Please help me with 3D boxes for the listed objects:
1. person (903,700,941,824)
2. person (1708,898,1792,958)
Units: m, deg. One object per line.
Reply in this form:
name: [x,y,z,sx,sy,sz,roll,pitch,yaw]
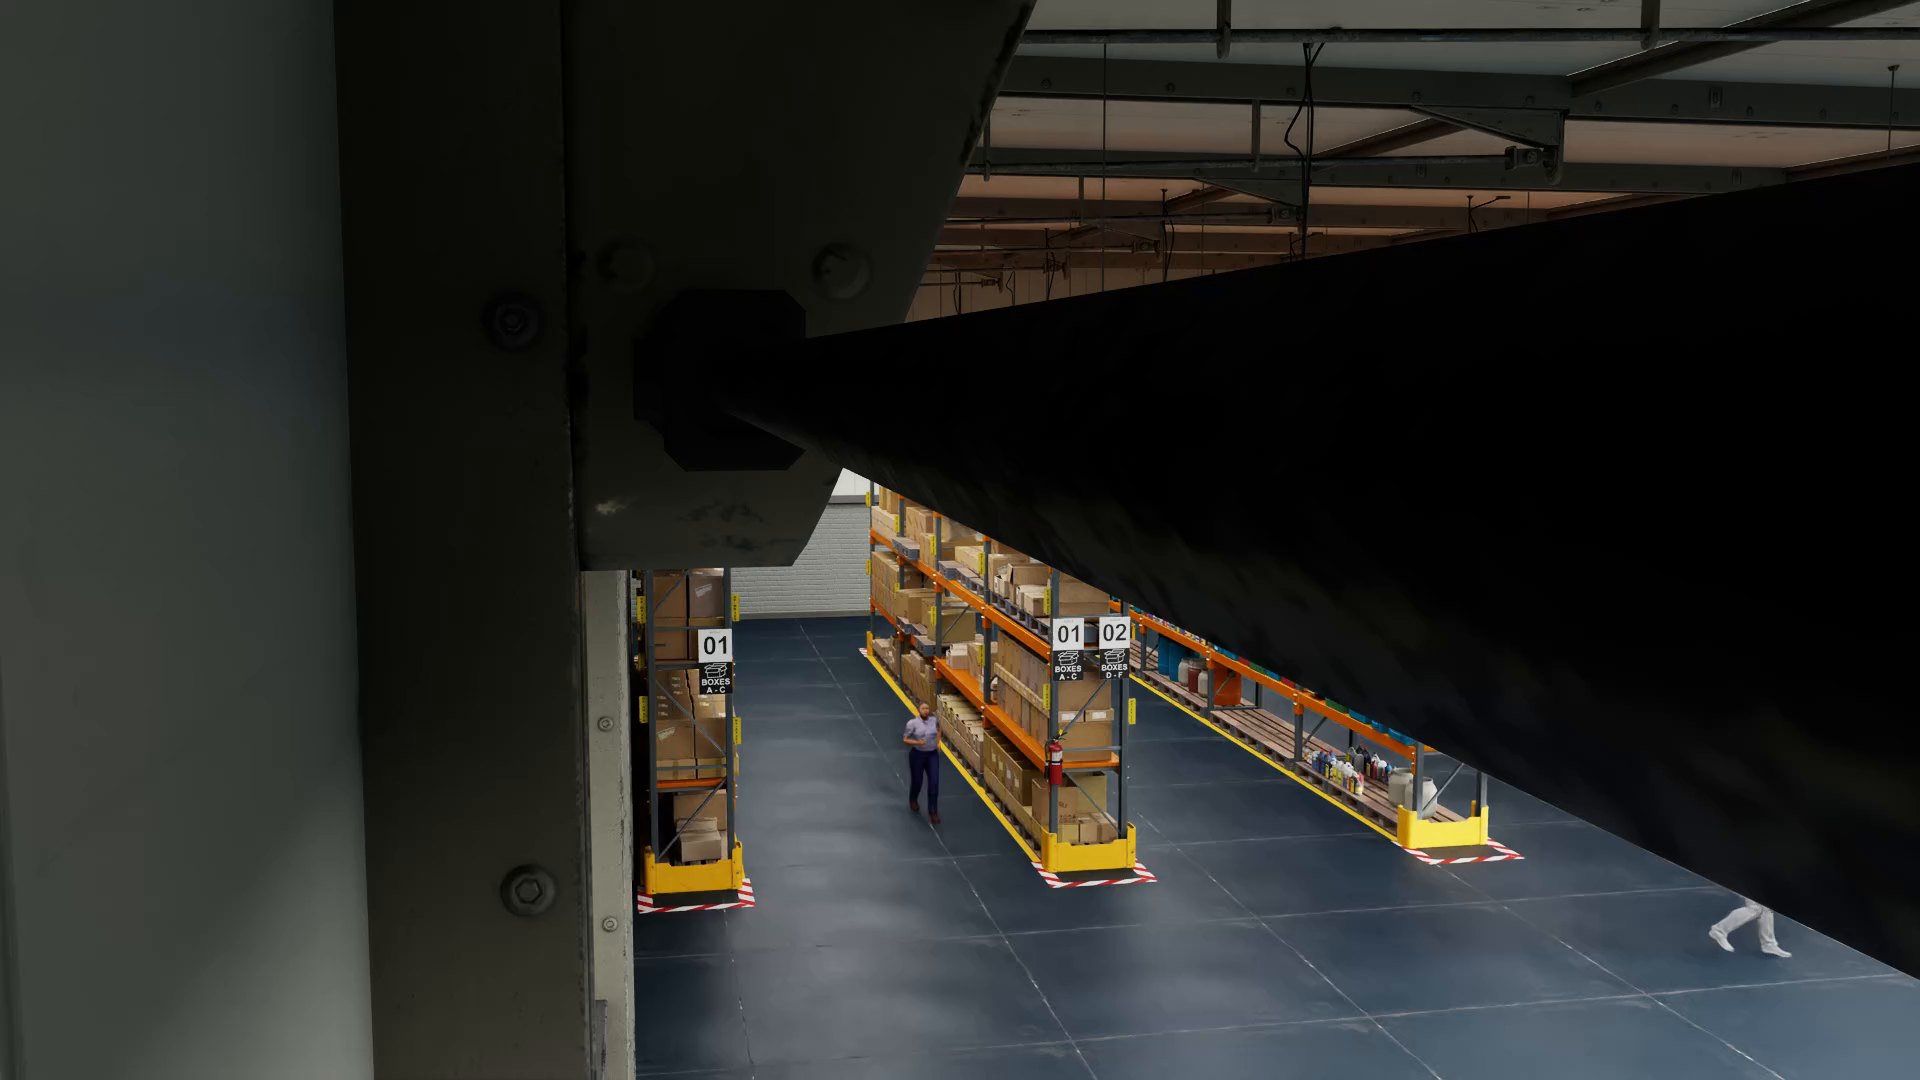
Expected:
person: [-0.502,3.061,23.268,0.608,1.647,0.880,-2,6,-17]
person: [8.507,3.590,17.835,0.865,1.782,0.724,1,6,14]
